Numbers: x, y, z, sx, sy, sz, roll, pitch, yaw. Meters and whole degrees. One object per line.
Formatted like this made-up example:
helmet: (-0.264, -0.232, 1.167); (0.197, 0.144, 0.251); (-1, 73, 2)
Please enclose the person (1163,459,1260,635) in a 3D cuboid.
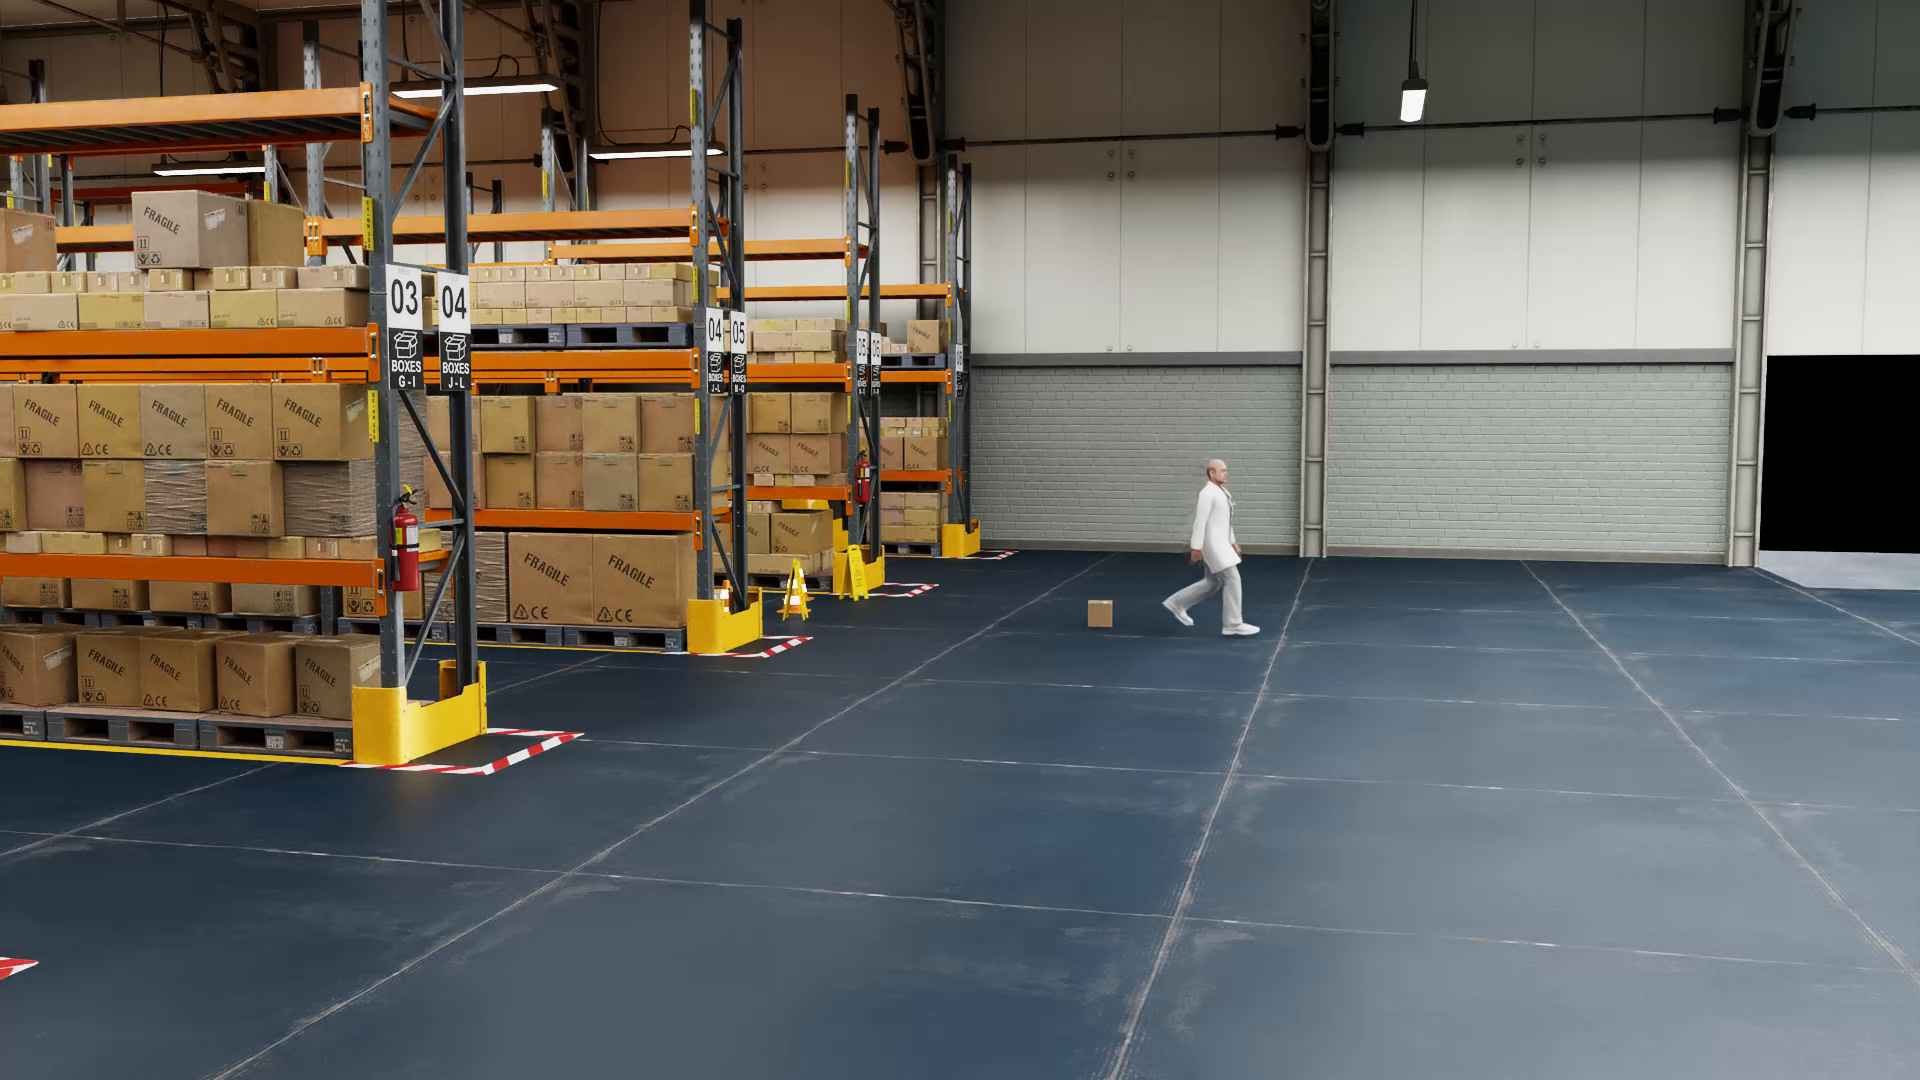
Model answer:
person: (2.511, 0.062, 16.621); (1.009, 1.740, 0.605); (2, 5, 20)
